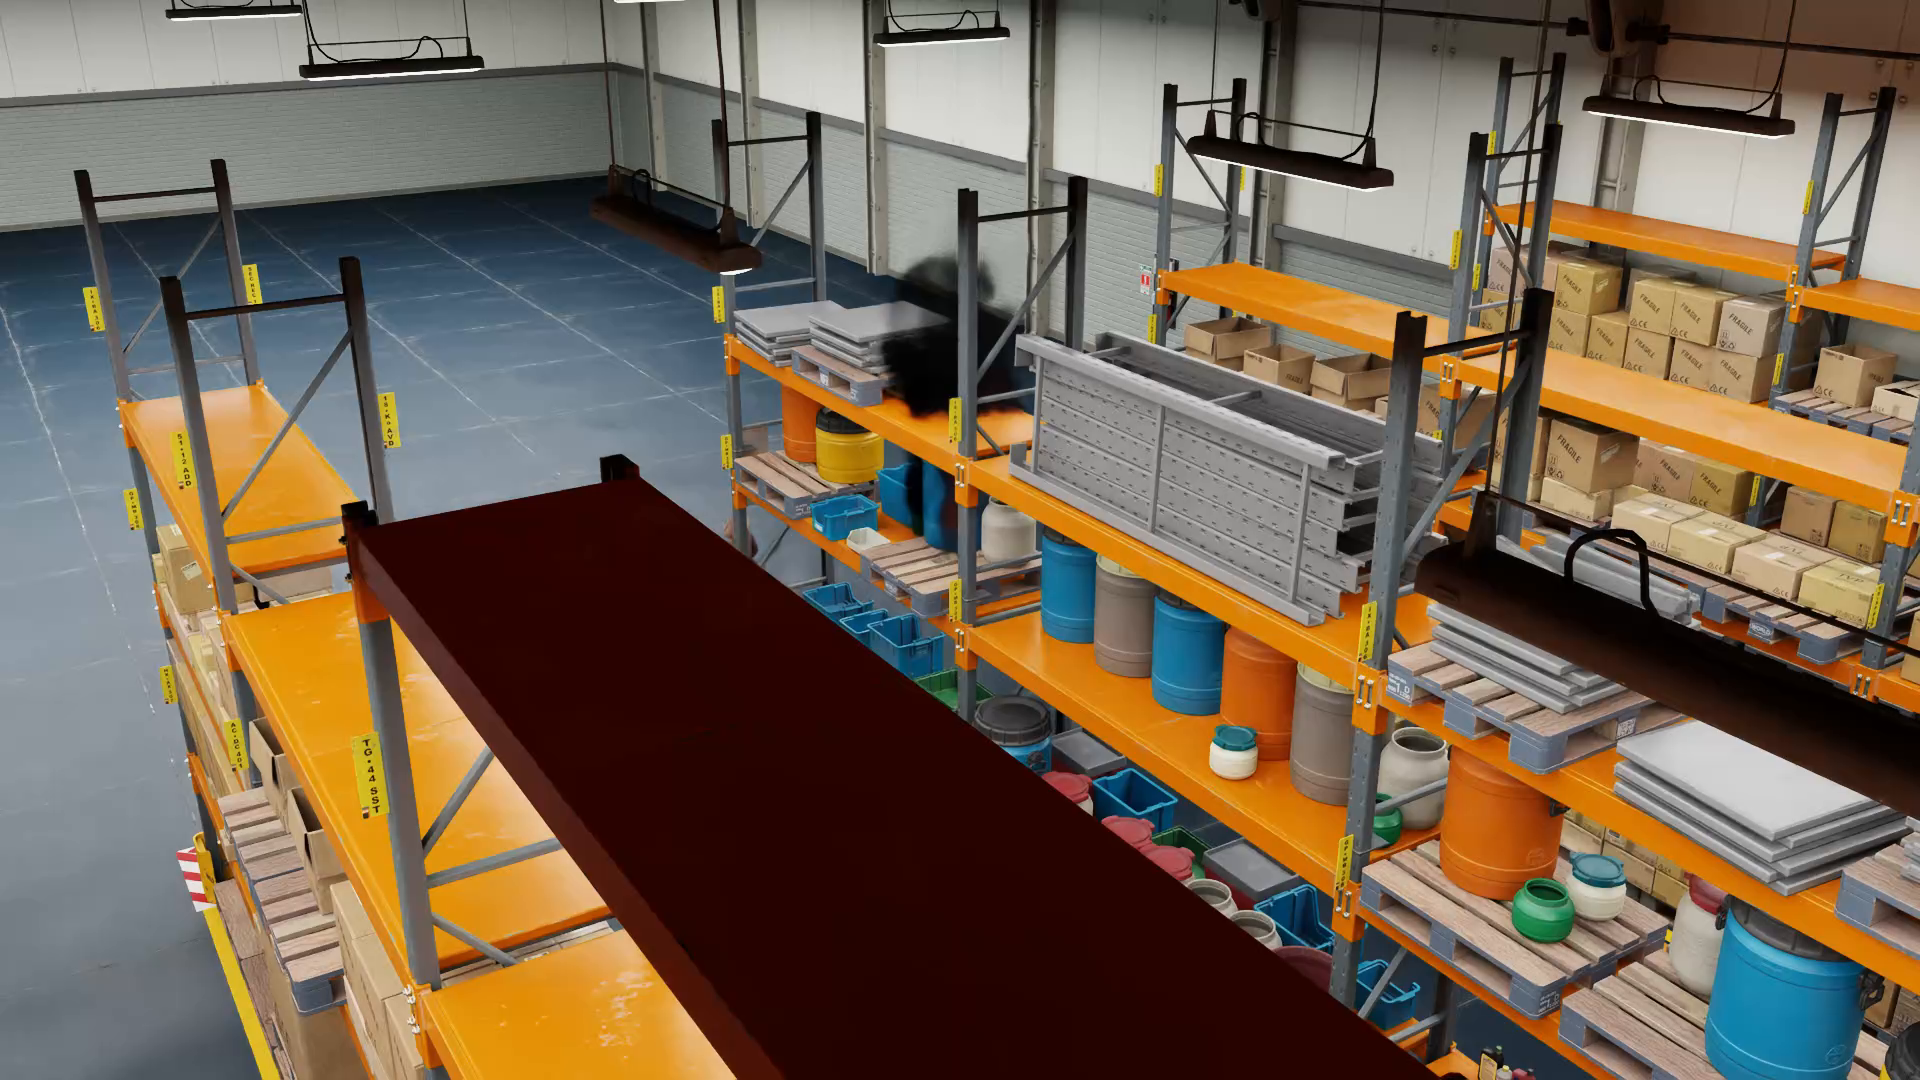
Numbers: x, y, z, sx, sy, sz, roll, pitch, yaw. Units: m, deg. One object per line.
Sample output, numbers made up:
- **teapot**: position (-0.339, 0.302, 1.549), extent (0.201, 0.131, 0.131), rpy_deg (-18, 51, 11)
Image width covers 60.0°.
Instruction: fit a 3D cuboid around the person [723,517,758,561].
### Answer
- **person**: position (-2.279, 0.585, 17.775), extent (0.705, 1.649, 0.747), rpy_deg (2, 22, 4)
